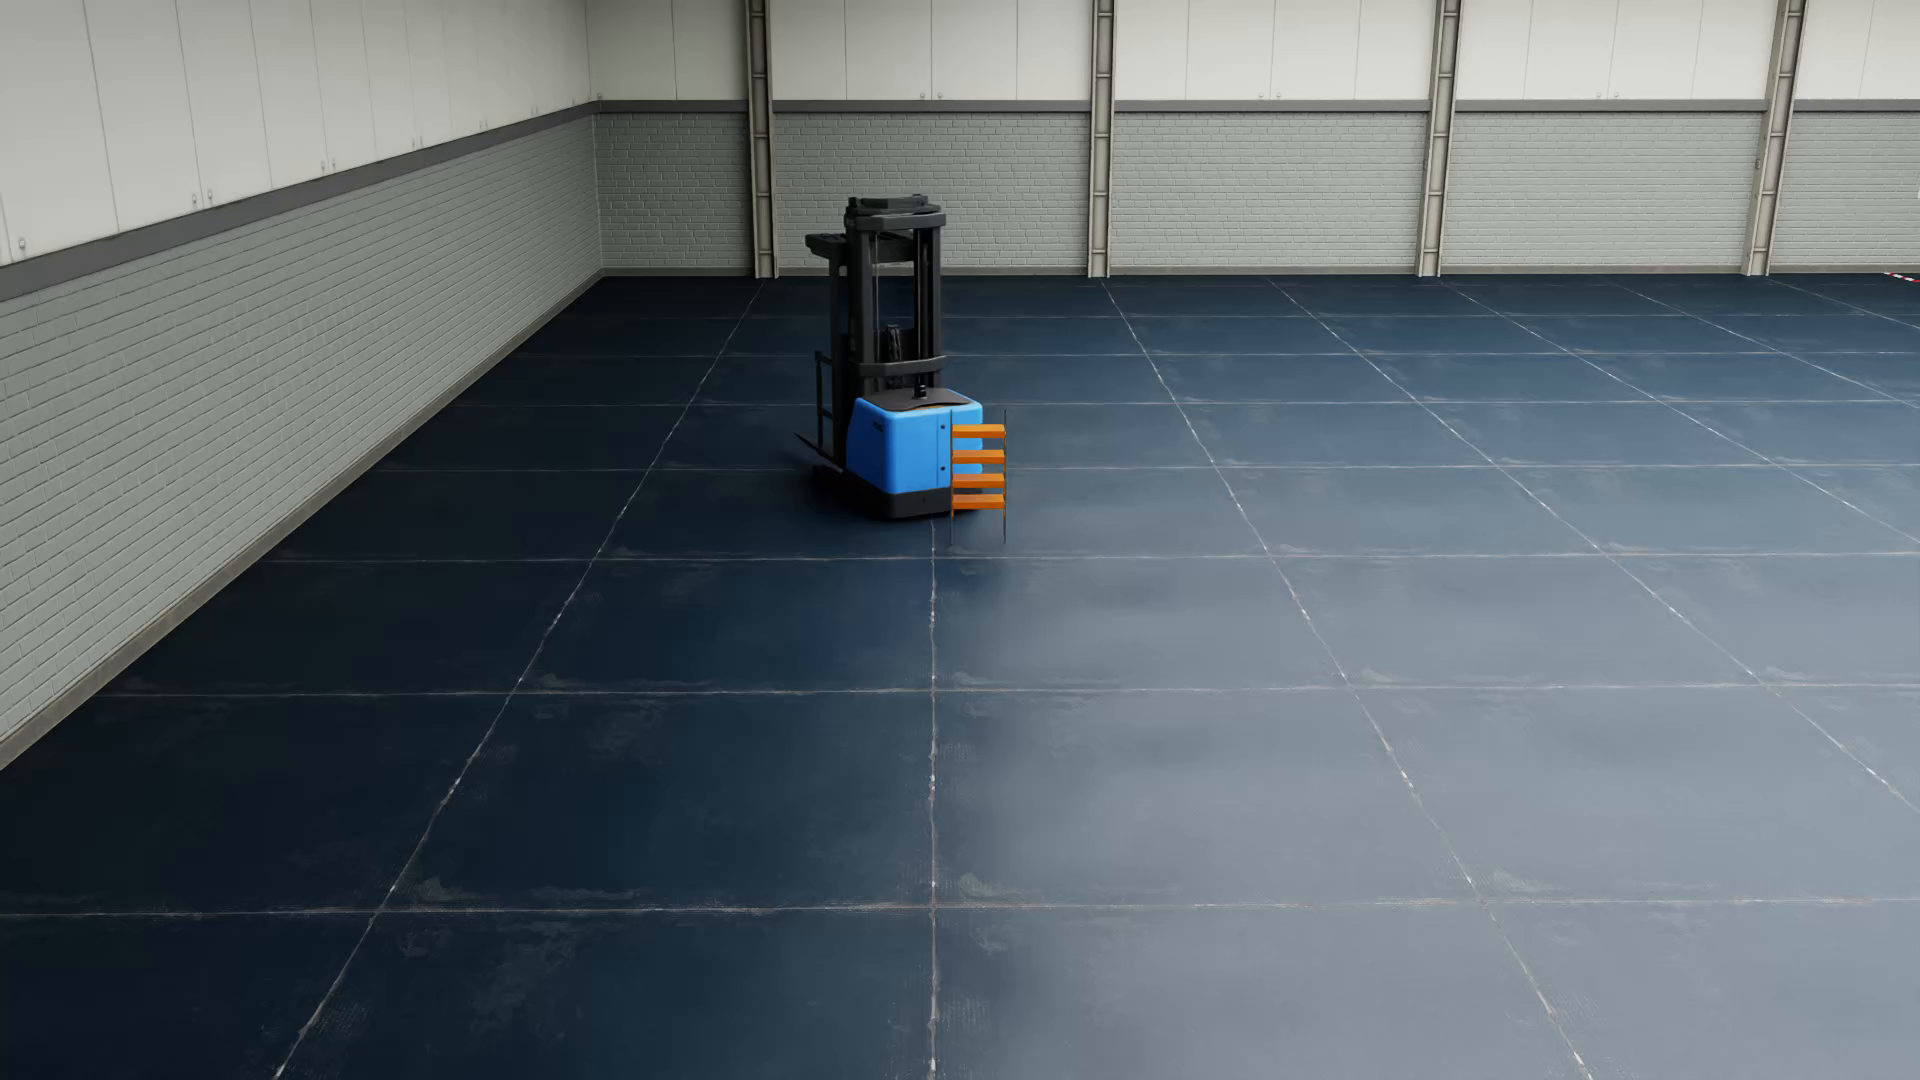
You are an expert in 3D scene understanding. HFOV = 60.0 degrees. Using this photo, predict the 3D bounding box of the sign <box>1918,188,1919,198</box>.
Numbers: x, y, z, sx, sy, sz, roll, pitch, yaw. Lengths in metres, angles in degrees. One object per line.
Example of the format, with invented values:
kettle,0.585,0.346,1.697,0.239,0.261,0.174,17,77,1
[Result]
sign,17.478,-6.356,30.095,0.234,0.329,0.001,0,18,-1

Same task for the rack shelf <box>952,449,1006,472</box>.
rack shelf,0.165,-0.721,15.021,0.480,0.148,0.258,0,18,-1

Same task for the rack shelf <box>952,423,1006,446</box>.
rack shelf,0.165,-0.946,14.949,0.480,0.148,0.258,0,18,-1

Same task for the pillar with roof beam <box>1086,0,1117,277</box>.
pillar with roof beam,2.574,-7.766,24.726,0.400,9.000,9.100,0,18,-1

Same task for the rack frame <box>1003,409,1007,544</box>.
rack frame,0.409,-0.573,15.073,0.015,1.200,0.240,0,18,-1

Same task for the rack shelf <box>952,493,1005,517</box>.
rack shelf,0.165,-0.319,15.150,0.480,0.148,0.258,0,18,-1

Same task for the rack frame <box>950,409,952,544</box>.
rack frame,-0.078,-0.571,15.066,0.015,1.200,0.240,0,18,-1

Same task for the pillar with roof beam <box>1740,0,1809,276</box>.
pillar with roof beam,14.573,-7.823,24.906,0.400,9.000,9.100,0,18,-1

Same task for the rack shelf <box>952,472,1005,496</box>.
rack shelf,0.165,-0.508,15.090,0.480,0.148,0.258,0,18,-1

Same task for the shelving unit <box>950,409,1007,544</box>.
shelving unit,0.165,-0.572,15.069,0.503,1.200,0.258,0,18,-1

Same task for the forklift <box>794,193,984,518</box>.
forklift,-0.866,-2.004,16.700,1.130,2.935,3.031,-8,20,-25

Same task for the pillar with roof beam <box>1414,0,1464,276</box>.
pillar with roof beam,8.574,-7.794,24.816,0.400,9.000,9.100,0,18,-1

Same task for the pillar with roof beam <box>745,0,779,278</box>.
pillar with roof beam,-3.425,-7.737,24.635,0.400,9.000,9.100,0,18,-1
